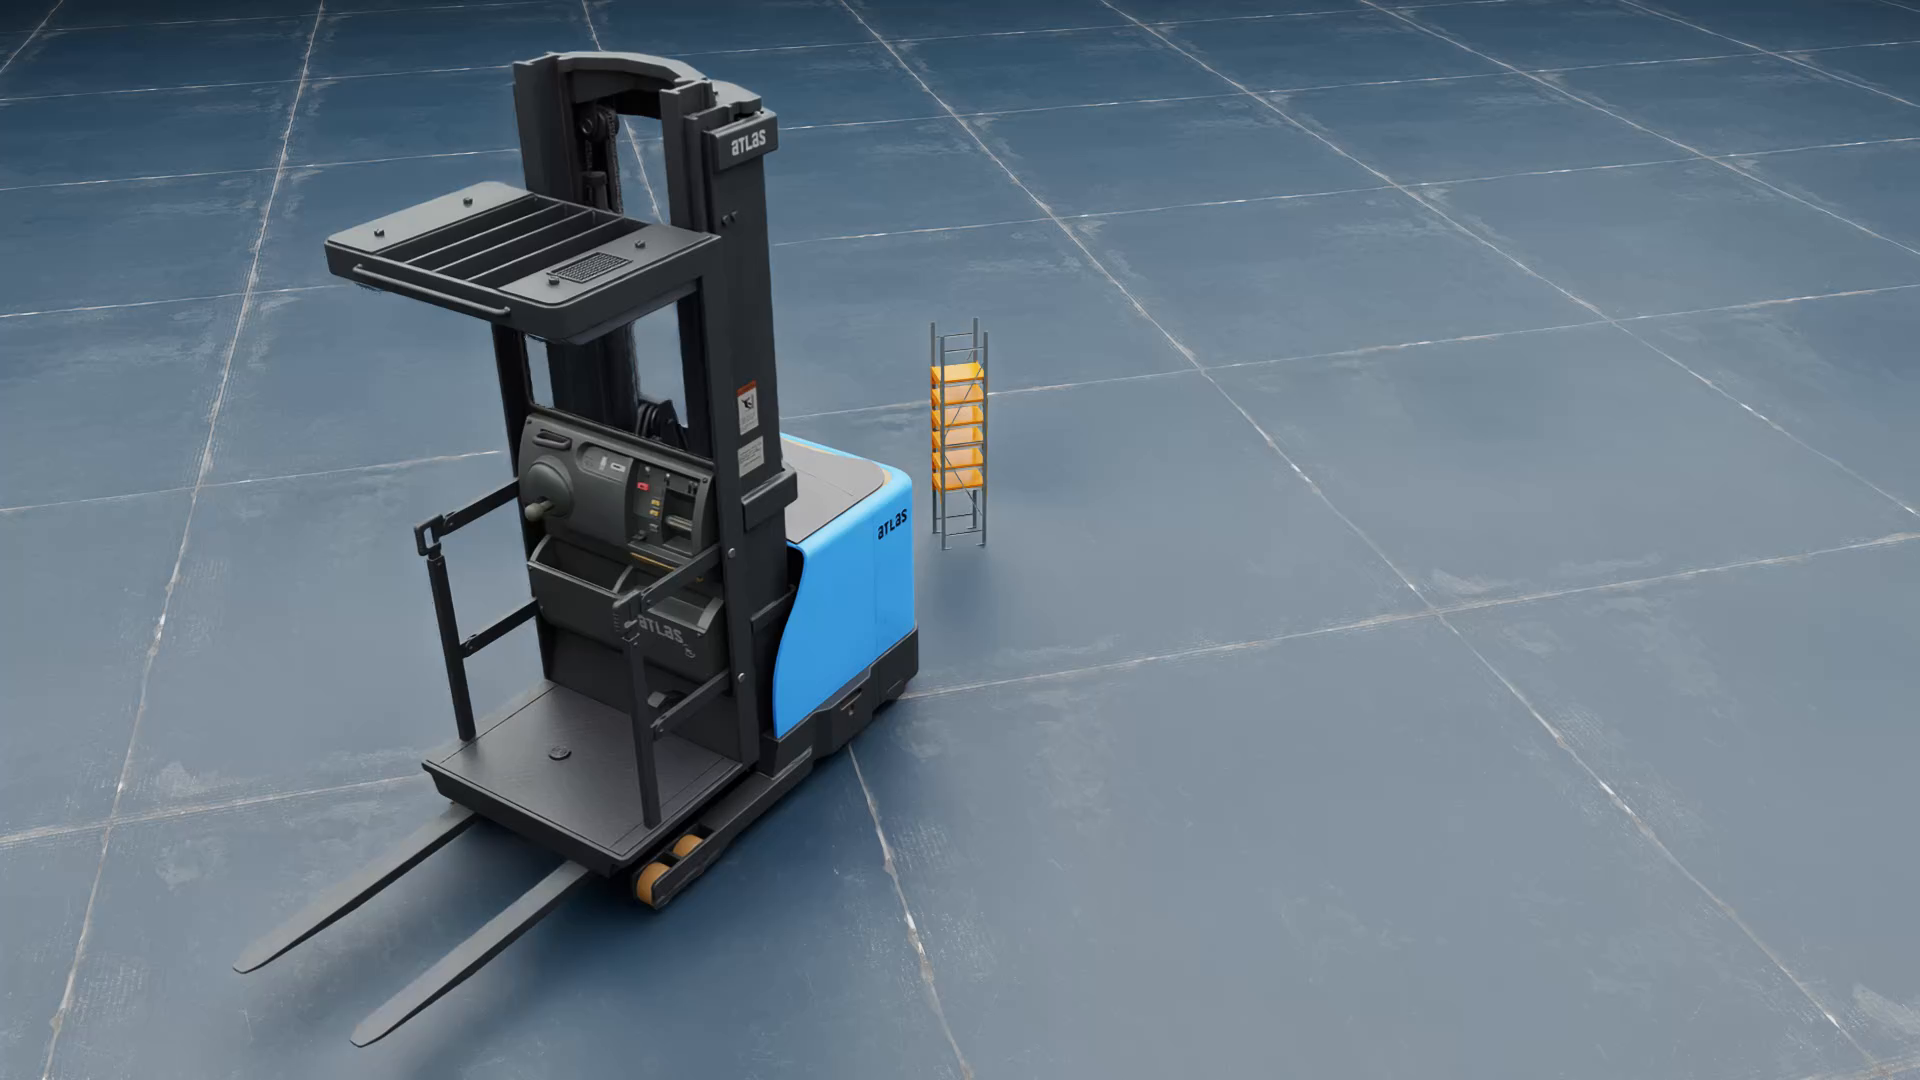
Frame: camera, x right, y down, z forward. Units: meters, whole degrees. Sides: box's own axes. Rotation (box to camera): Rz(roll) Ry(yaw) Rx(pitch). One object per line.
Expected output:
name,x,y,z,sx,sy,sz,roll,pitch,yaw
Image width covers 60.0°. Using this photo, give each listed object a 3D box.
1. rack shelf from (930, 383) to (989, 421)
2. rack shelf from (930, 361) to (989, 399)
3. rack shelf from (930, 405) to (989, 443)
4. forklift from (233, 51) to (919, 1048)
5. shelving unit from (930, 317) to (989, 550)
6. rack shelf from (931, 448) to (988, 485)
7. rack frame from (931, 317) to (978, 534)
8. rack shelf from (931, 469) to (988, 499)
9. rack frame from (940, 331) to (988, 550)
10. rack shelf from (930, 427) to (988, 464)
rack shelf,-0.004,-0.696,8.364,0.258,0.103,0.180,-8,31,-13
rack shelf,-0.004,-0.799,8.303,0.258,0.103,0.180,-8,31,-13
rack shelf,-0.004,-0.592,8.424,0.258,0.103,0.180,-8,31,-13
forklift,-1.414,-0.142,6.070,1.130,2.935,3.031,18,35,28
shelving unit,-0.004,-0.526,8.462,0.258,1.200,0.189,-8,31,-13
rack shelf,-0.004,-0.384,8.544,0.258,0.103,0.180,-8,31,-13
rack frame,-0.028,-0.570,8.538,0.240,1.200,0.006,-8,31,-13
rack shelf,-0.004,-0.280,8.604,0.258,0.103,0.180,-8,31,-13
rack frame,0.020,-0.482,8.385,0.240,1.200,0.006,-8,31,-13
rack shelf,-0.004,-0.488,8.484,0.258,0.103,0.180,-8,31,-13
